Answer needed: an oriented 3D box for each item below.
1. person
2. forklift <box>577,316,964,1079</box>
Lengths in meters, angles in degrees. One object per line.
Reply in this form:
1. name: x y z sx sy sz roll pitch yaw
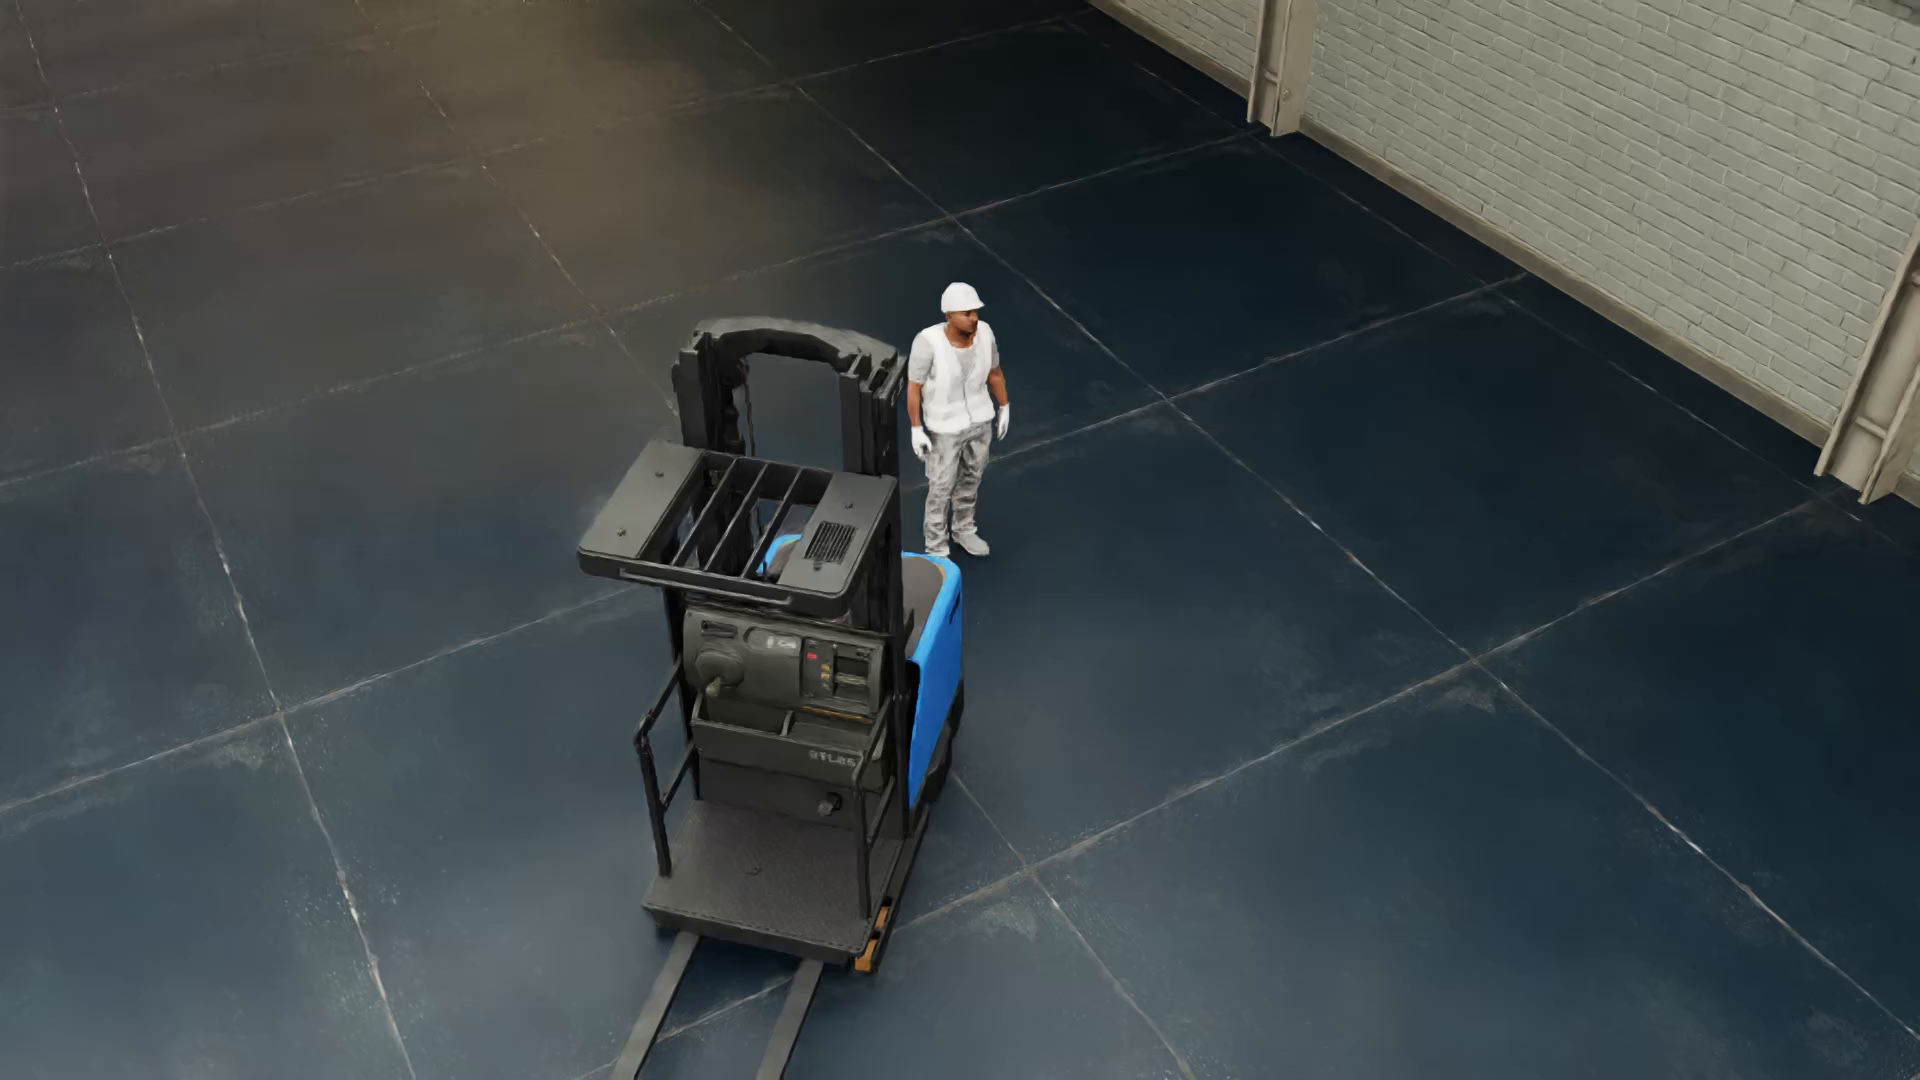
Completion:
1. person: 0.029 -0.649 9.707 0.655 1.782 0.576 -20 44 -23
2. forklift: -0.846 0.635 7.270 1.130 2.935 3.031 9 41 11
